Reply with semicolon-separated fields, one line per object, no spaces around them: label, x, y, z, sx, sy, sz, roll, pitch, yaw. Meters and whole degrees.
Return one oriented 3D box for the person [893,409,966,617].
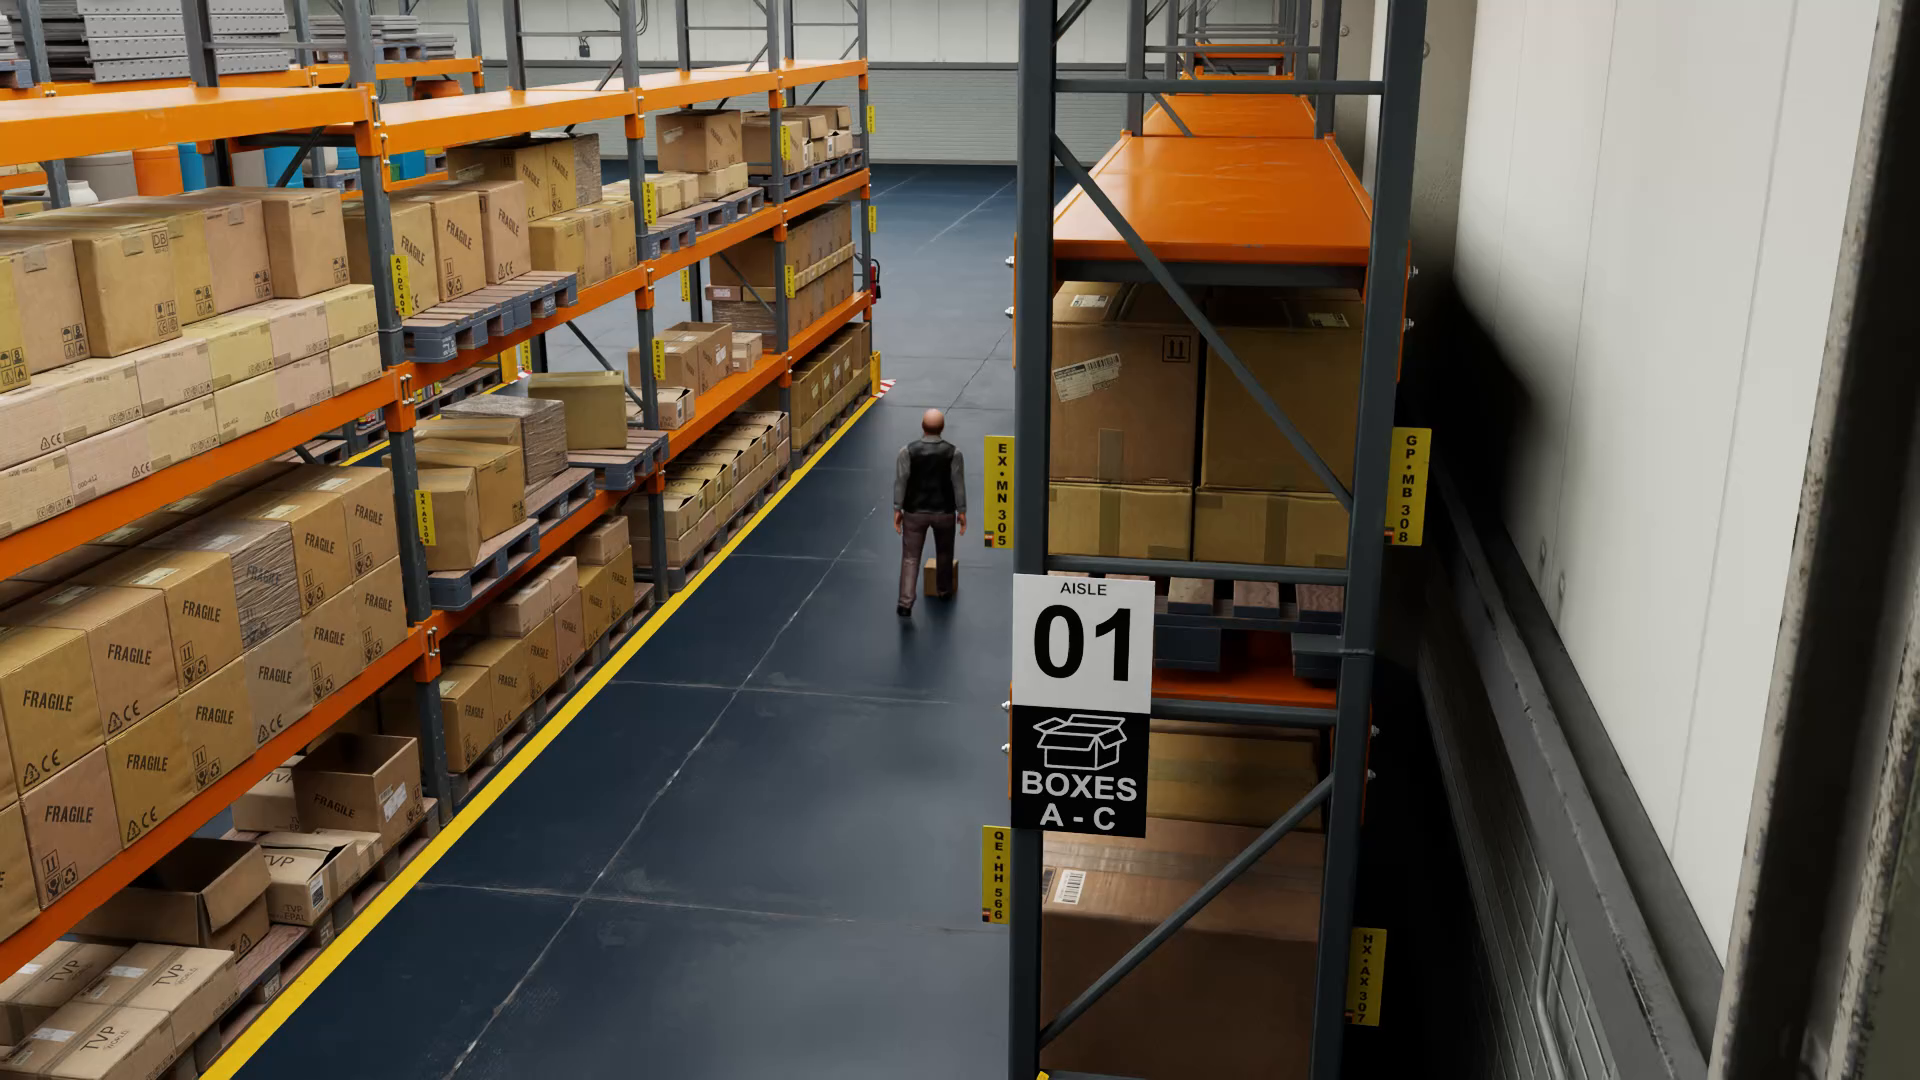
person;-0.244;-0.195;13.394;0.585;1.610;0.952;-1;18;-2
